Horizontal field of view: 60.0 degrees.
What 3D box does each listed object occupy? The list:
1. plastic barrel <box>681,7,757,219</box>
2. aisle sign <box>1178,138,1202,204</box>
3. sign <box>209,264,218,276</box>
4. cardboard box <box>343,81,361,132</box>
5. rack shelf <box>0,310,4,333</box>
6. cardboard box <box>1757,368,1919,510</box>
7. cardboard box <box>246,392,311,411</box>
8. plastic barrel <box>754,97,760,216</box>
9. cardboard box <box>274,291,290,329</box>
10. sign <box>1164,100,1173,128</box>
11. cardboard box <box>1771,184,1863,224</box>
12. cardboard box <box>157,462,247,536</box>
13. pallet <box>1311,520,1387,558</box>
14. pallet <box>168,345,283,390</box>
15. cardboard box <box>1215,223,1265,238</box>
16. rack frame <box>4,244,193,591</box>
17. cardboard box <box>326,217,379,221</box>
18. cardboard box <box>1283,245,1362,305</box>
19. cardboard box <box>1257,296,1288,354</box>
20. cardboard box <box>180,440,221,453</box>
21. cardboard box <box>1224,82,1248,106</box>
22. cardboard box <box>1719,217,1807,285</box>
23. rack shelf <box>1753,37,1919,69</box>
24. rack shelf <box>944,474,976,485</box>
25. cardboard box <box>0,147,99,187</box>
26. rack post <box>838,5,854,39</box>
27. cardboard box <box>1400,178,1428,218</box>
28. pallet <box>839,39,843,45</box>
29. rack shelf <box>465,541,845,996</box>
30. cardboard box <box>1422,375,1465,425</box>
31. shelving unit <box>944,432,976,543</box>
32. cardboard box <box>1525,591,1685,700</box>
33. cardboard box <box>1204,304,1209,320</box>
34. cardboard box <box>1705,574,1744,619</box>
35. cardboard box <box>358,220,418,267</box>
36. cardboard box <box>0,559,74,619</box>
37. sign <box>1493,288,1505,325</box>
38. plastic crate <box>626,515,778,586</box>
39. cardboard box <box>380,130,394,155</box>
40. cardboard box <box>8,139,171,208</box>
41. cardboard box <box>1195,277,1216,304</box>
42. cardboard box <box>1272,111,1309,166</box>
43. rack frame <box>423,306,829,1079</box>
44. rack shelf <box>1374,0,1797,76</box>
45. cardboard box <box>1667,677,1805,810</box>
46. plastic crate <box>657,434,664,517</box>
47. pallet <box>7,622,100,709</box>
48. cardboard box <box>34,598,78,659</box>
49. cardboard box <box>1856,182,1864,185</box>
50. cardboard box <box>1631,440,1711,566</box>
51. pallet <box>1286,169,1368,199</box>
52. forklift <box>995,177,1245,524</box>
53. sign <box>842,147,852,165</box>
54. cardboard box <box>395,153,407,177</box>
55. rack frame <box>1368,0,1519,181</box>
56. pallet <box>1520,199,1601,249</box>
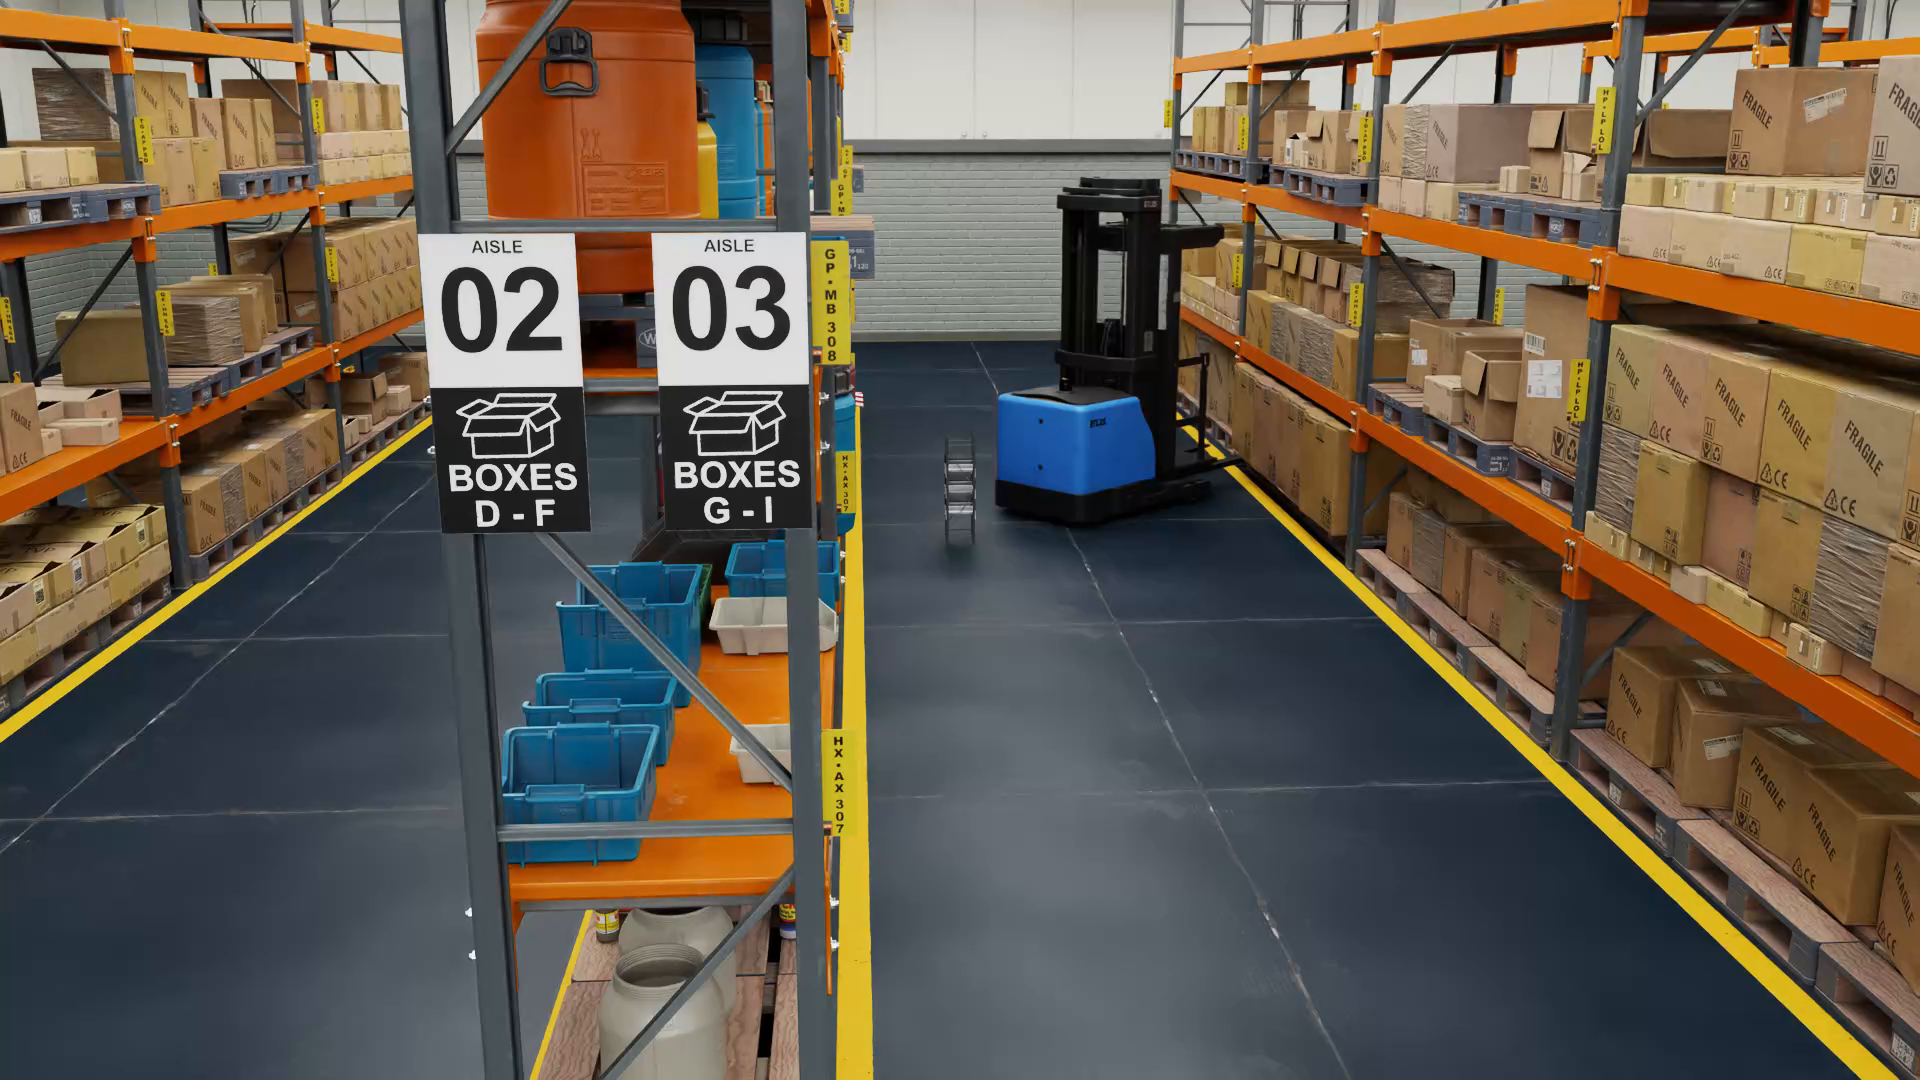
[{"bbox_3d":[-1.185,-1.808,7.167,0.600,0.901,0.708,-1,14,-3],"label":"plastic barrel"},{"bbox_3d":[2.756,-4.492,20.248,0.394,0.787,0.004,-1,14,-3],"label":"aisle sign"},{"bbox_3d":[-7.121,-2.482,15.915,0.100,0.325,0.005,-1,14,-3],"label":"sign"},{"bbox_3d":[-6.575,-4.429,16.995,0.700,0.500,0.500,-1,14,-3],"label":"cardboard box"},{"bbox_3d":[-11.648,-2.144,17.785,1.077,0.370,4.000,-1,14,-3],"label":"rack shelf"},{"bbox_3d":[3.682,-0.423,6.847,0.500,0.500,0.500,-1,14,-3],"label":"cardboard box"},{"bbox_3d":[-6.898,-1.213,16.853,0.500,0.500,0.500,-1,14,-3],"label":"cardboard box"},{"bbox_3d":[-1.429,-2.140,9.298,0.600,0.901,0.600,0,14,0],"label":"plastic barrel"},{"bbox_3d":[-6.867,-2.242,16.518,0.500,0.500,0.500,-1,14,-3],"label":"cardboard box"},{"bbox_3d":[2.505,-5.127,20.000,0.100,0.325,0.005,-1,14,-3],"label":"sign"},{"bbox_3d":[3.634,-1.399,6.925,0.380,0.149,0.250,-1,14,-5],"label":"cardboard box"},{"bbox_3d":[-6.113,-0.328,13.416,0.500,0.500,0.500,-1,14,-5],"label":"cardboard box"},{"bbox_3d":[3.582,-0.077,13.901,1.003,0.211,1.213,-1,14,-3],"label":"pallet"},{"bbox_3d":[-6.457,-1.469,14.100,1.003,0.211,1.213,-1,14,-3],"label":"pallet"},{"bbox_3d":[3.352,-3.537,19.953,0.500,0.500,0.500,-1,14,-3],"label":"cardboard box"},{"bbox_3d":[-6.332,-1.078,12.197,1.000,3.000,0.127,-1,14,-3],"label":"rack frame"},{"bbox_3d":[-7.063,-3.486,19.348,0.500,0.500,0.500,0,14,-2],"label":"cardboard box"},{"bbox_3d":[3.386,-2.430,15.235,0.797,0.503,0.637,-1,14,-3],"label":"cardboard box"},{"bbox_3d":[3.119,-2.030,15.696,0.500,0.500,0.500,-1,14,-3],"label":"cardboard box"},{"bbox_3d":[-6.695,-0.569,14.350,0.500,0.500,0.500,-1,14,-6],"label":"cardboard box"},{"bbox_3d":[3.175,-4.833,18.023,0.500,0.250,0.500,-1,14,-5],"label":"cardboard box"},{"bbox_3d":[3.633,-1.244,7.124,0.500,0.250,0.500,-1,15,-6],"label":"cardboard box"},{"bbox_3d":[8.388,-4.142,14.312,1.077,0.370,4.000,-1,14,-3],"label":"rack shelf"},{"bbox_3d":[0.000,-0.493,13.908,0.258,0.077,0.200,-1,14,-3],"label":"rack shelf"},{"bbox_3d":[-6.248,-2.550,11.354,0.500,0.250,0.500,-2,15,-8],"label":"cardboard box"},{"bbox_3d":[-1.383,-4.310,13.722,0.937,0.300,0.954,1,14,3],"label":"rack post"},{"bbox_3d":[3.362,-2.362,11.467,0.500,0.250,0.500,-1,14,-2],"label":"cardboard box"},{"bbox_3d":[-1.554,-4.563,14.884,1.003,0.211,1.213,-1,14,-3],"label":"pallet"},{"bbox_3d":[-1.016,0.687,6.780,1.077,0.370,4.000,-1,14,-3],"label":"rack shelf"},{"bbox_3d":[3.430,-0.940,11.120,0.500,0.250,0.500,-1,14,-5],"label":"cardboard box"},{"bbox_3d":[0.000,-0.438,13.922,0.258,0.900,0.210,-1,14,-3],"label":"shelving unit"},{"bbox_3d":[3.787,0.609,9.772,0.700,0.500,0.500,-2,15,-8],"label":"cardboard box"},{"bbox_3d":[2.882,-2.494,18.202,0.380,0.149,0.250,-1,14,-4],"label":"cardboard box"},{"bbox_3d":[3.618,0.255,7.520,0.380,0.149,0.250,-1,14,-3],"label":"cardboard box"},{"bbox_3d":[-6.494,-3.368,18.890,0.500,0.500,0.500,0,14,-2],"label":"cardboard box"},{"bbox_3d":[-5.958,0.284,10.451,0.500,0.311,0.500,0,14,-2],"label":"cardboard box"},{"bbox_3d":[4.096,-1.763,12.695,0.100,0.325,0.005,-1,14,-3],"label":"sign"},{"bbox_3d":[-1.235,0.003,8.118,0.767,0.338,0.504,-1,14,-3],"label":"plastic crate"},{"bbox_3d":[-6.483,-4.317,18.064,0.500,0.250,0.500,-1,14,-3],"label":"cardboard box"},{"bbox_3d":[-6.393,-2.687,12.230,0.910,0.500,0.500,-1,14,-3],"label":"cardboard box"},{"bbox_3d":[2.924,-2.784,18.530,0.500,0.250,0.500,-1,14,-5],"label":"cardboard box"},{"bbox_3d":[3.353,-3.785,15.655,0.700,0.500,0.500,-1,14,-2],"label":"cardboard box"},{"bbox_3d":[-0.892,0.836,4.757,1.000,3.000,0.127,-1,14,-3],"label":"rack frame"},{"bbox_3d":[3.679,-3.096,10.246,1.077,0.370,4.000,-1,14,-3],"label":"rack shelf"},{"bbox_3d":[3.831,1.014,8.238,0.500,0.500,0.500,4,15,14],"label":"cardboard box"},{"bbox_3d":[-1.476,-0.305,9.065,0.402,0.464,0.583,-1,14,-3],"label":"plastic crate"},{"bbox_3d":[-6.248,0.780,10.570,1.003,0.211,1.213,-1,14,-3],"label":"pallet"},{"bbox_3d":[-5.958,0.558,10.512,0.500,0.250,0.500,-1,14,-2],"label":"cardboard box"},{"bbox_3d":[4.124,-1.470,7.199,0.380,0.149,0.250,0,14,-1],"label":"cardboard box"},{"bbox_3d":[3.765,-0.190,7.947,0.875,0.500,0.500,-1,14,-3],"label":"cardboard box"},{"bbox_3d":[3.390,-3.029,14.137,1.003,0.211,1.213,0,14,-1],"label":"pallet"},{"bbox_3d":[1.701,-1.853,15.345,1.130,2.935,3.031,13,20,42],"label":"forklift"},{"bbox_3d":[-1.087,-3.613,16.013,0.100,0.325,0.005,-1,14,-3],"label":"sign"},{"bbox_3d":[-6.513,-4.199,18.610,0.500,0.250,0.500,-1,14,-3],"label":"cardboard box"},{"bbox_3d":[3.555,-4.135,12.040,1.000,3.000,0.127,-1,14,-3],"label":"rack frame"},{"bbox_3d":[3.871,-1.752,9.174,1.213,0.211,1.003,-1,14,-3],"label":"pallet"}]
